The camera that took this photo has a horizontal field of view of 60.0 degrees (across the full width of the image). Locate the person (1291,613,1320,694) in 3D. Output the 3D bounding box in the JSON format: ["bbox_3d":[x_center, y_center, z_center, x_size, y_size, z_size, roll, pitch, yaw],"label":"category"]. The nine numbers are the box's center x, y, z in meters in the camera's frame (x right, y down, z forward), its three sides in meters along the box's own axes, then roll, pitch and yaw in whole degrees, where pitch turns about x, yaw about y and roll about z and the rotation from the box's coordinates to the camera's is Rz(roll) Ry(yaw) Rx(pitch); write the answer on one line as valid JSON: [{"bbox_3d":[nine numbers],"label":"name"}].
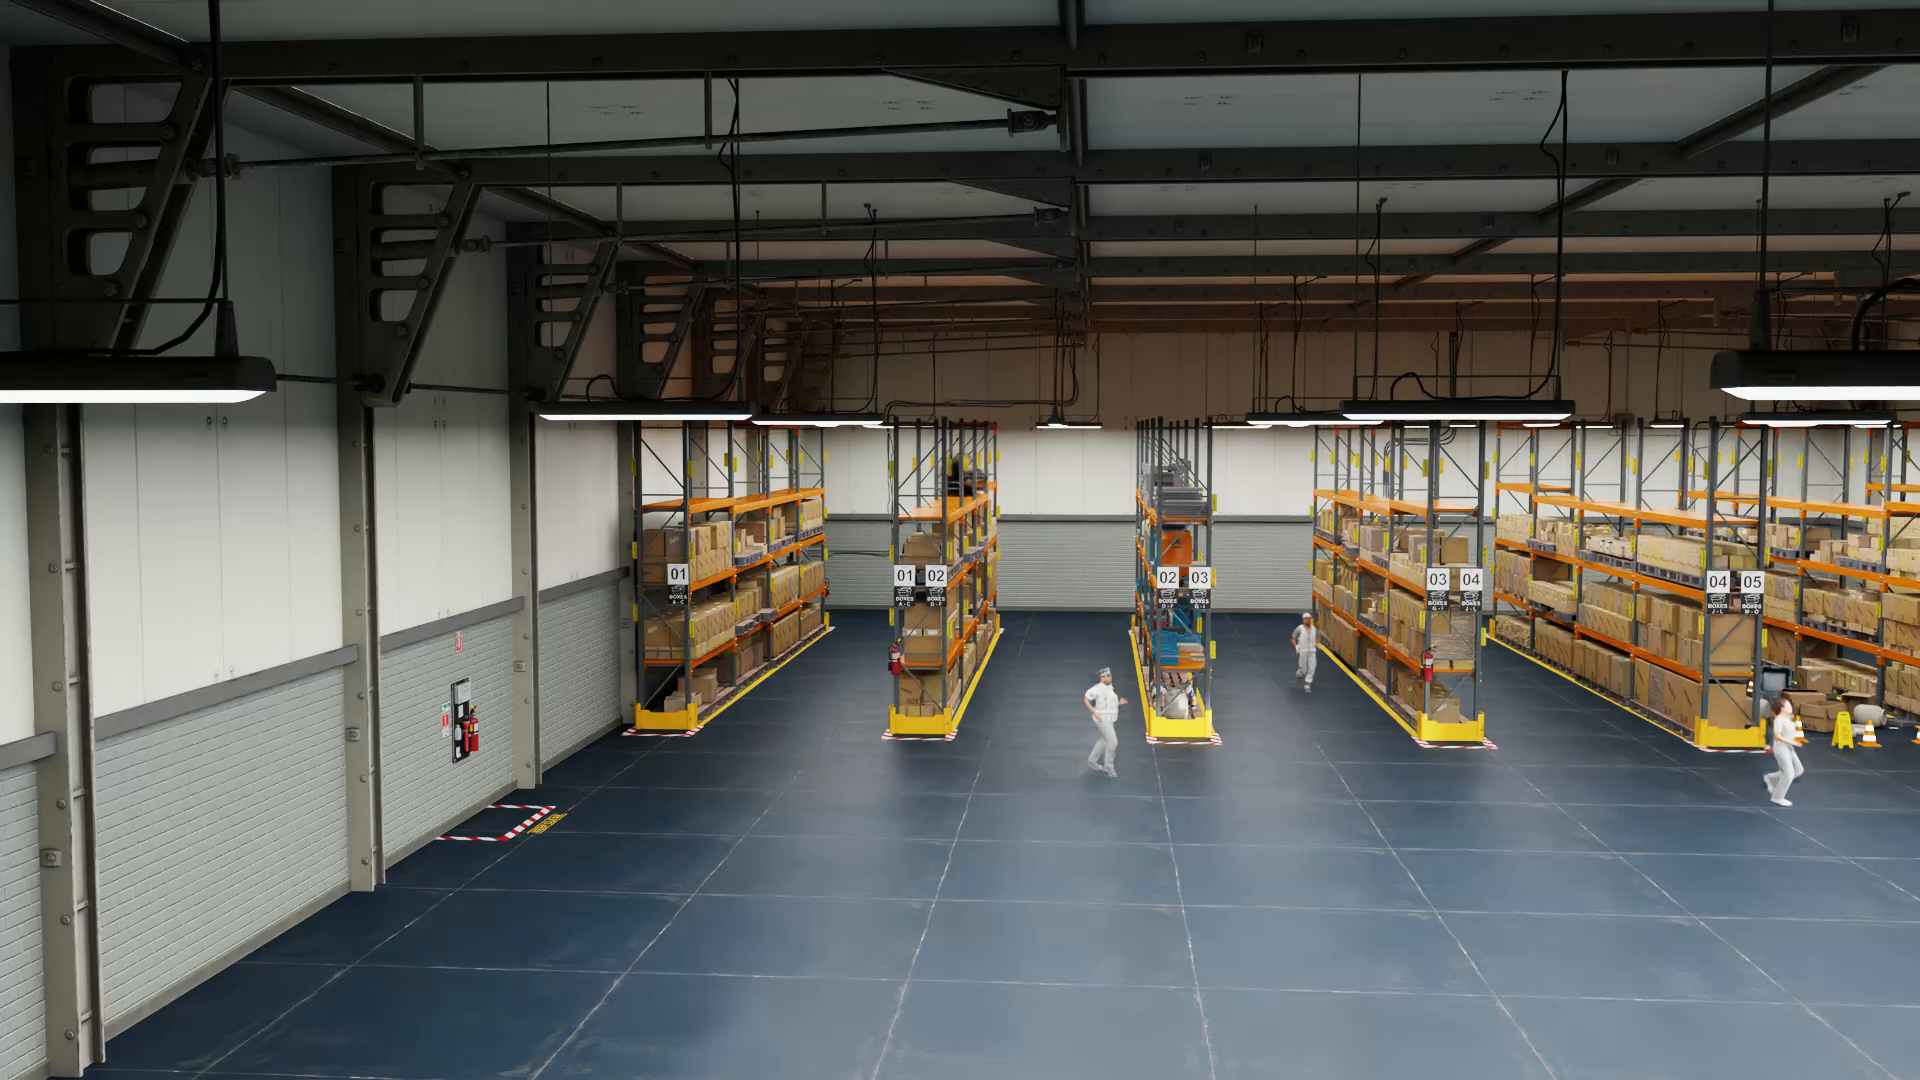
[{"bbox_3d":[7.608,2.469,36.494,0.653,1.749,0.734,0,4,-7],"label":"person"}]

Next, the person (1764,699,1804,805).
[{"bbox_3d":[12.644,3.242,25.521,0.578,1.636,0.601,3,5,42],"label":"person"}]

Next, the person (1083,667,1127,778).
[{"bbox_3d":[2.420,3.042,27.730,0.745,1.851,0.641,2,4,28],"label":"person"}]
